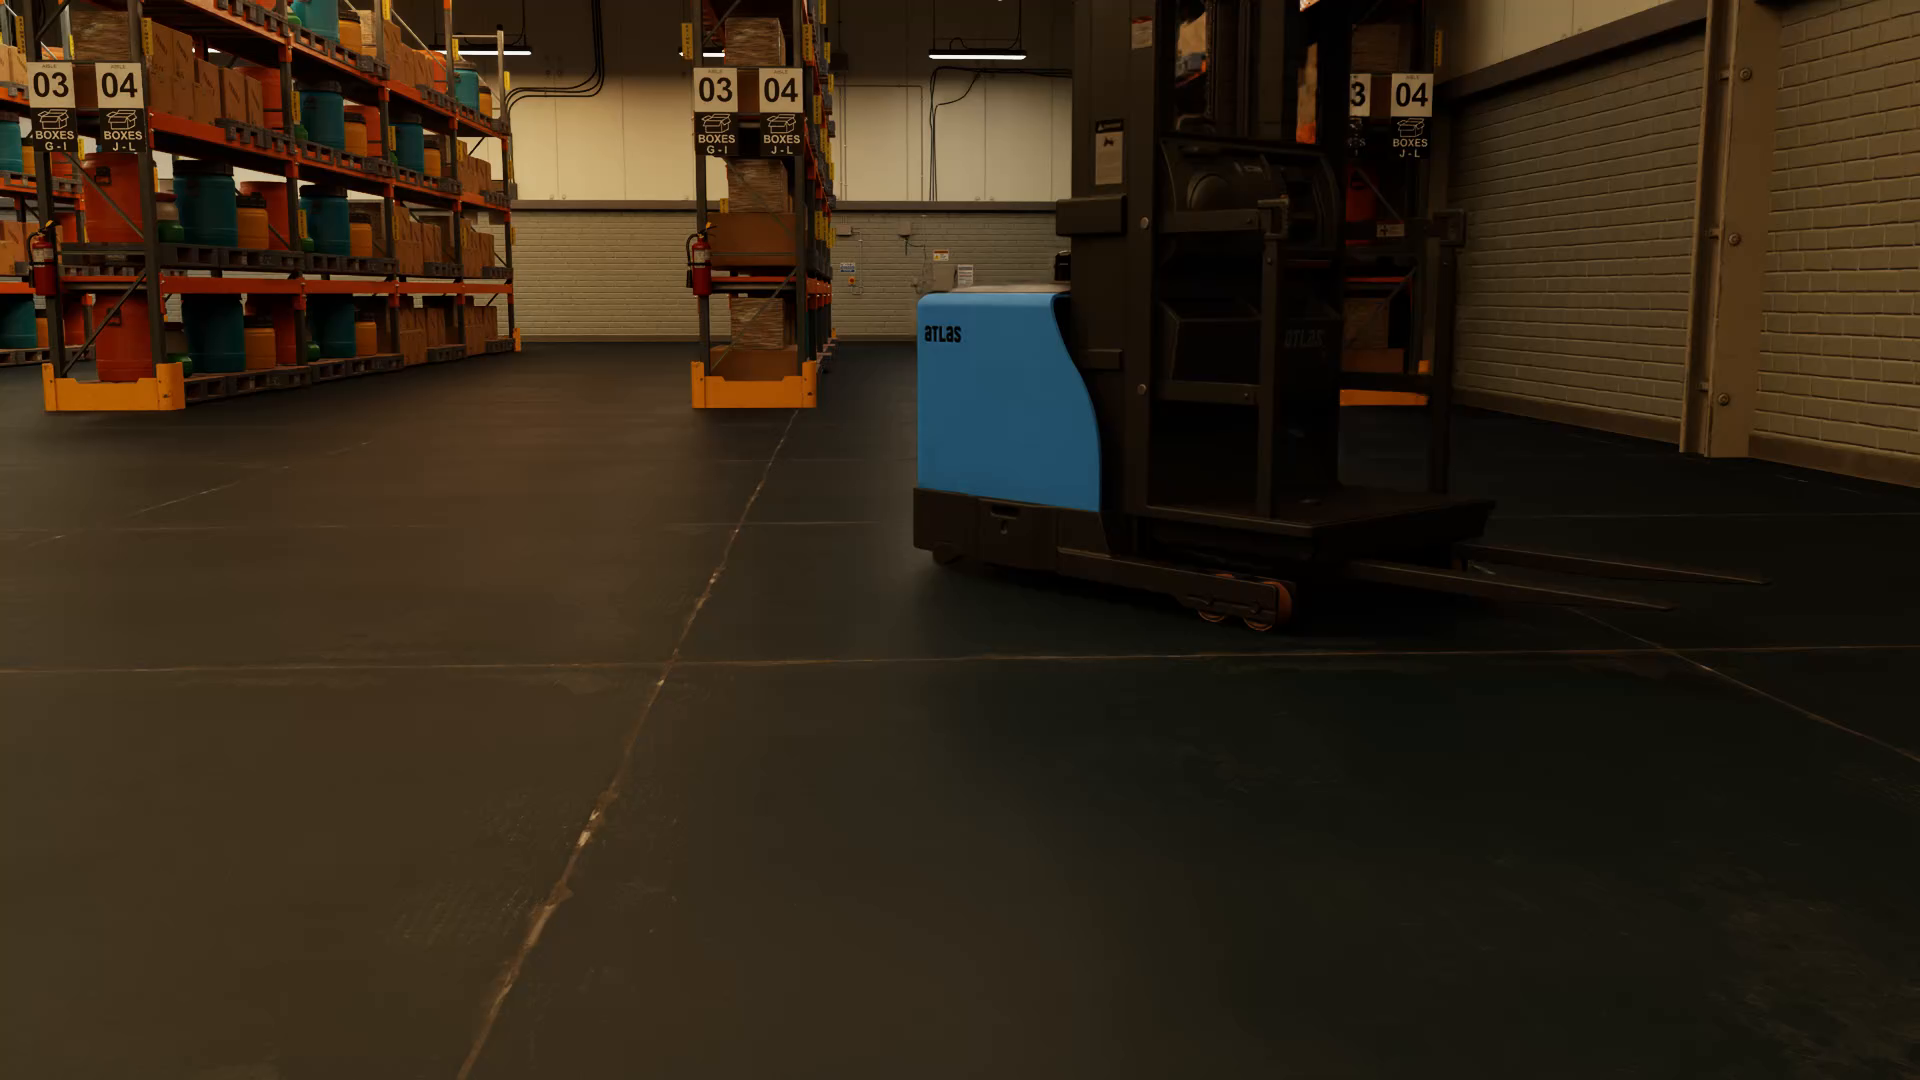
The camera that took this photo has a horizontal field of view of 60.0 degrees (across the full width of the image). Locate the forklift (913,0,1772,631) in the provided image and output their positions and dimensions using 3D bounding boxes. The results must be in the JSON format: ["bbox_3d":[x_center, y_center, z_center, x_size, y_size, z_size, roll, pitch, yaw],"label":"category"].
[{"bbox_3d":[1.171,-1.240,5.681,1.130,2.935,3.031,-7,11,-41],"label":"forklift"}]
